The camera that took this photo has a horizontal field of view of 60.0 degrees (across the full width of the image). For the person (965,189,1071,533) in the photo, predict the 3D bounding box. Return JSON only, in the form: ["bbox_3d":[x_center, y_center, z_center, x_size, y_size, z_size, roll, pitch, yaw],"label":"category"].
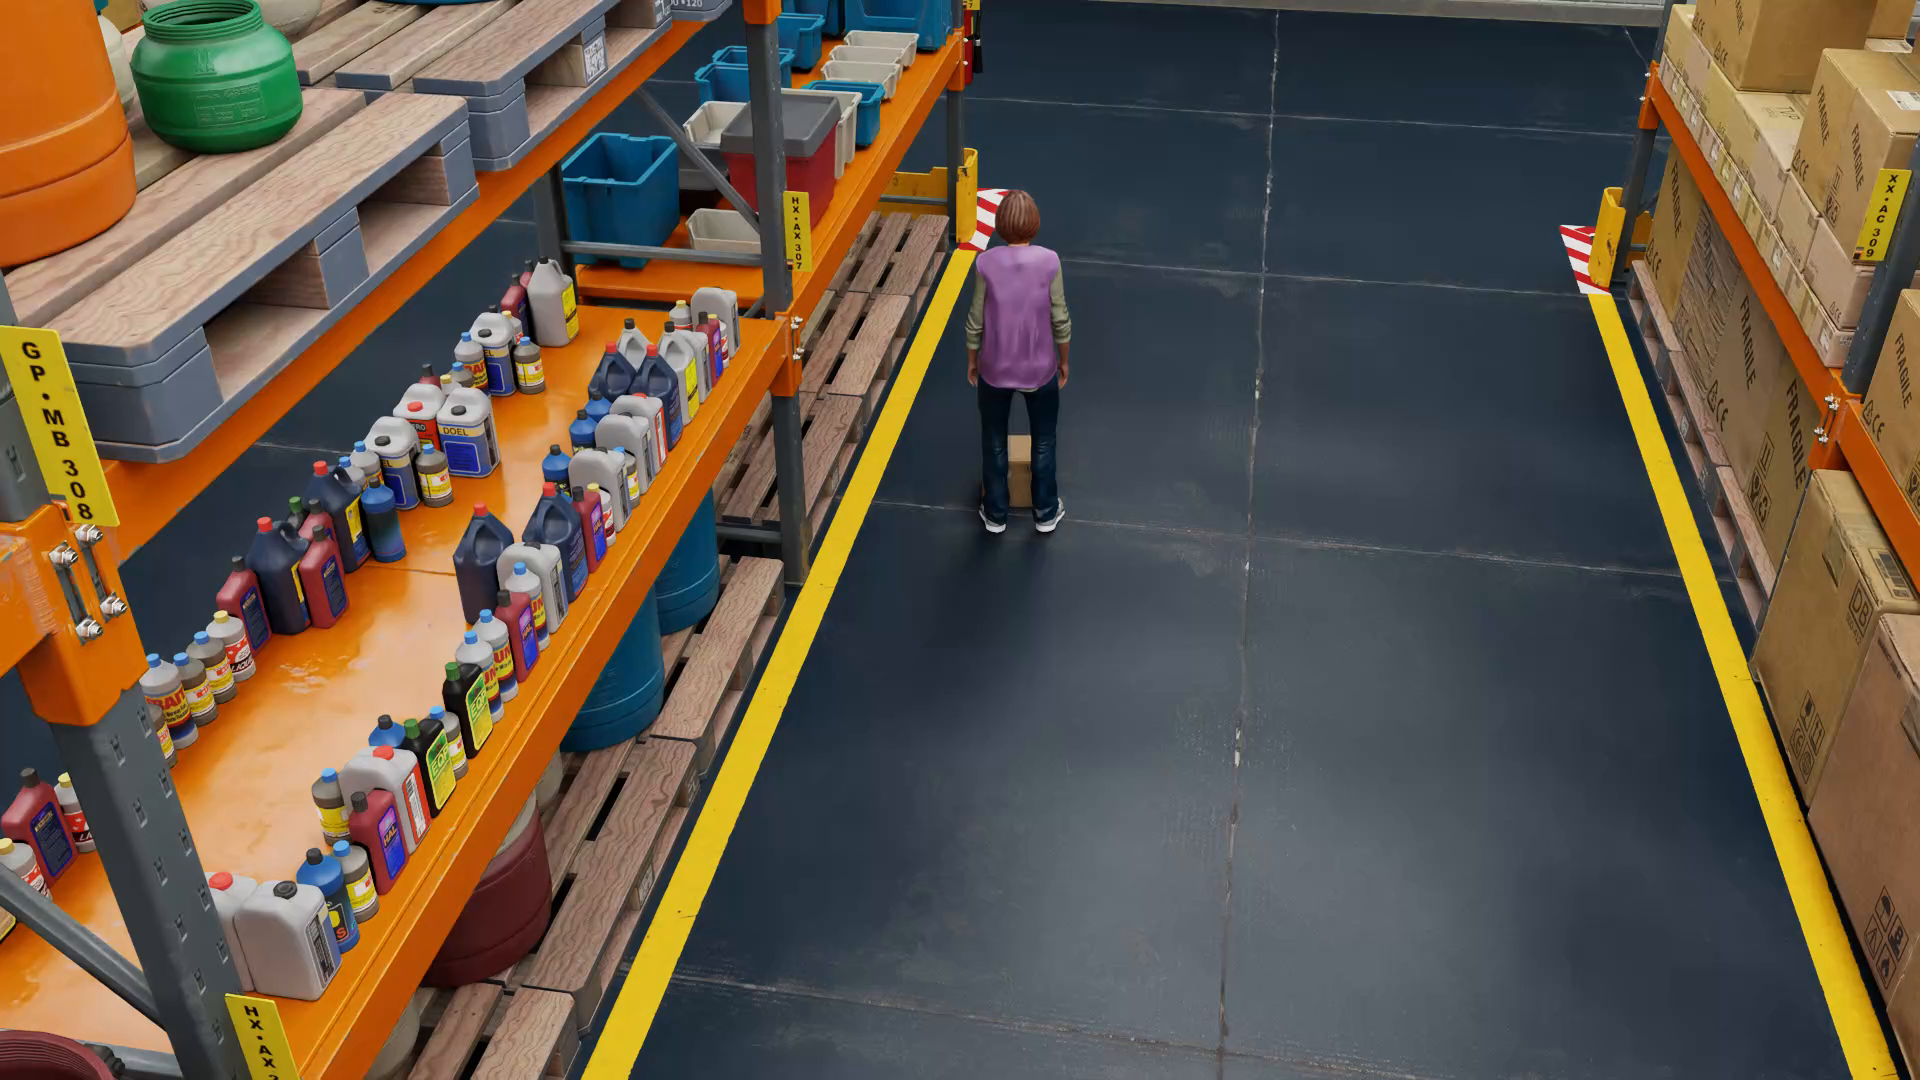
[{"bbox_3d":[0.254,-0.746,7.304,0.463,1.593,0.343,1,33,2],"label":"person"}]
